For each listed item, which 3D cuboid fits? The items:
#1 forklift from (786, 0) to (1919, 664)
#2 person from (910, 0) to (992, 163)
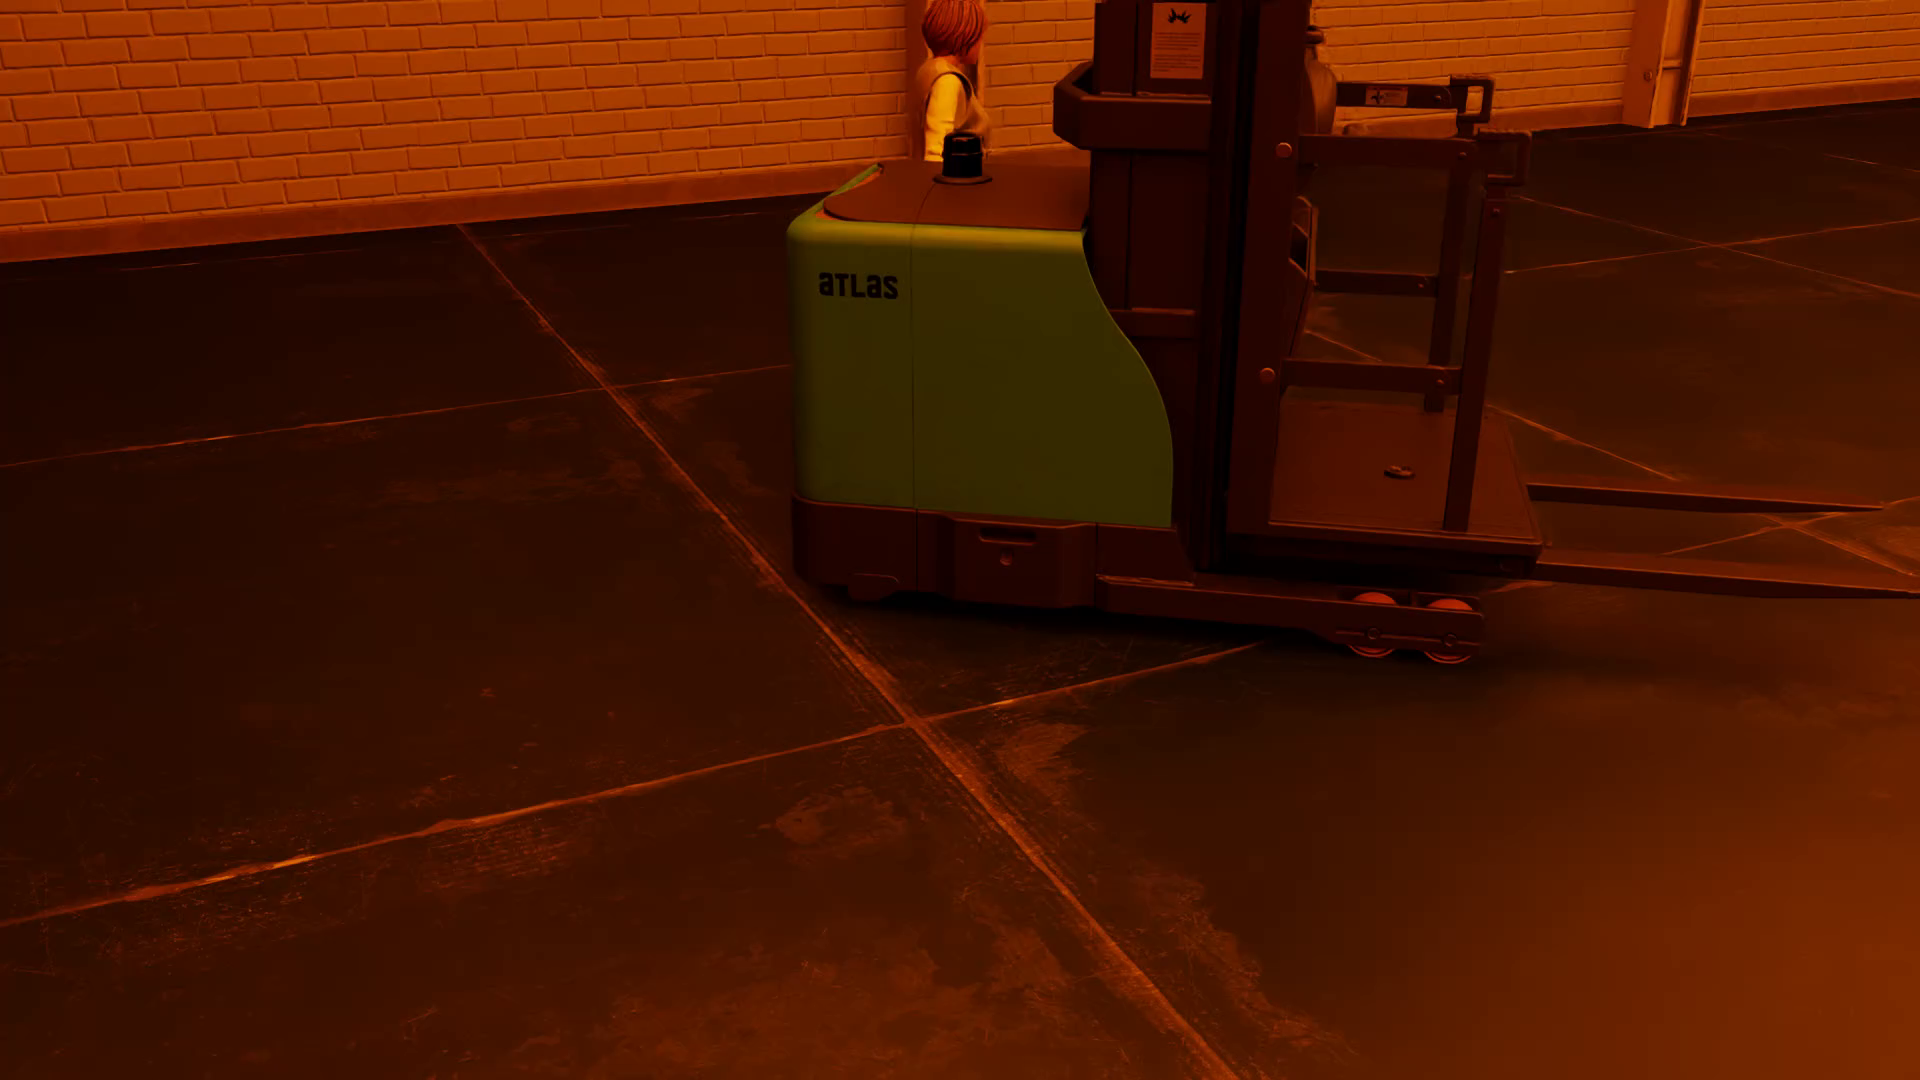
[{"bbox_3d":[1.100,-1.253,4.303,3.031,2.935,1.130,5,23,11],"label":"forklift"},{"bbox_3d":[-0.108,-1.044,5.671,0.445,1.546,0.745,-2,23,-5],"label":"person"}]
